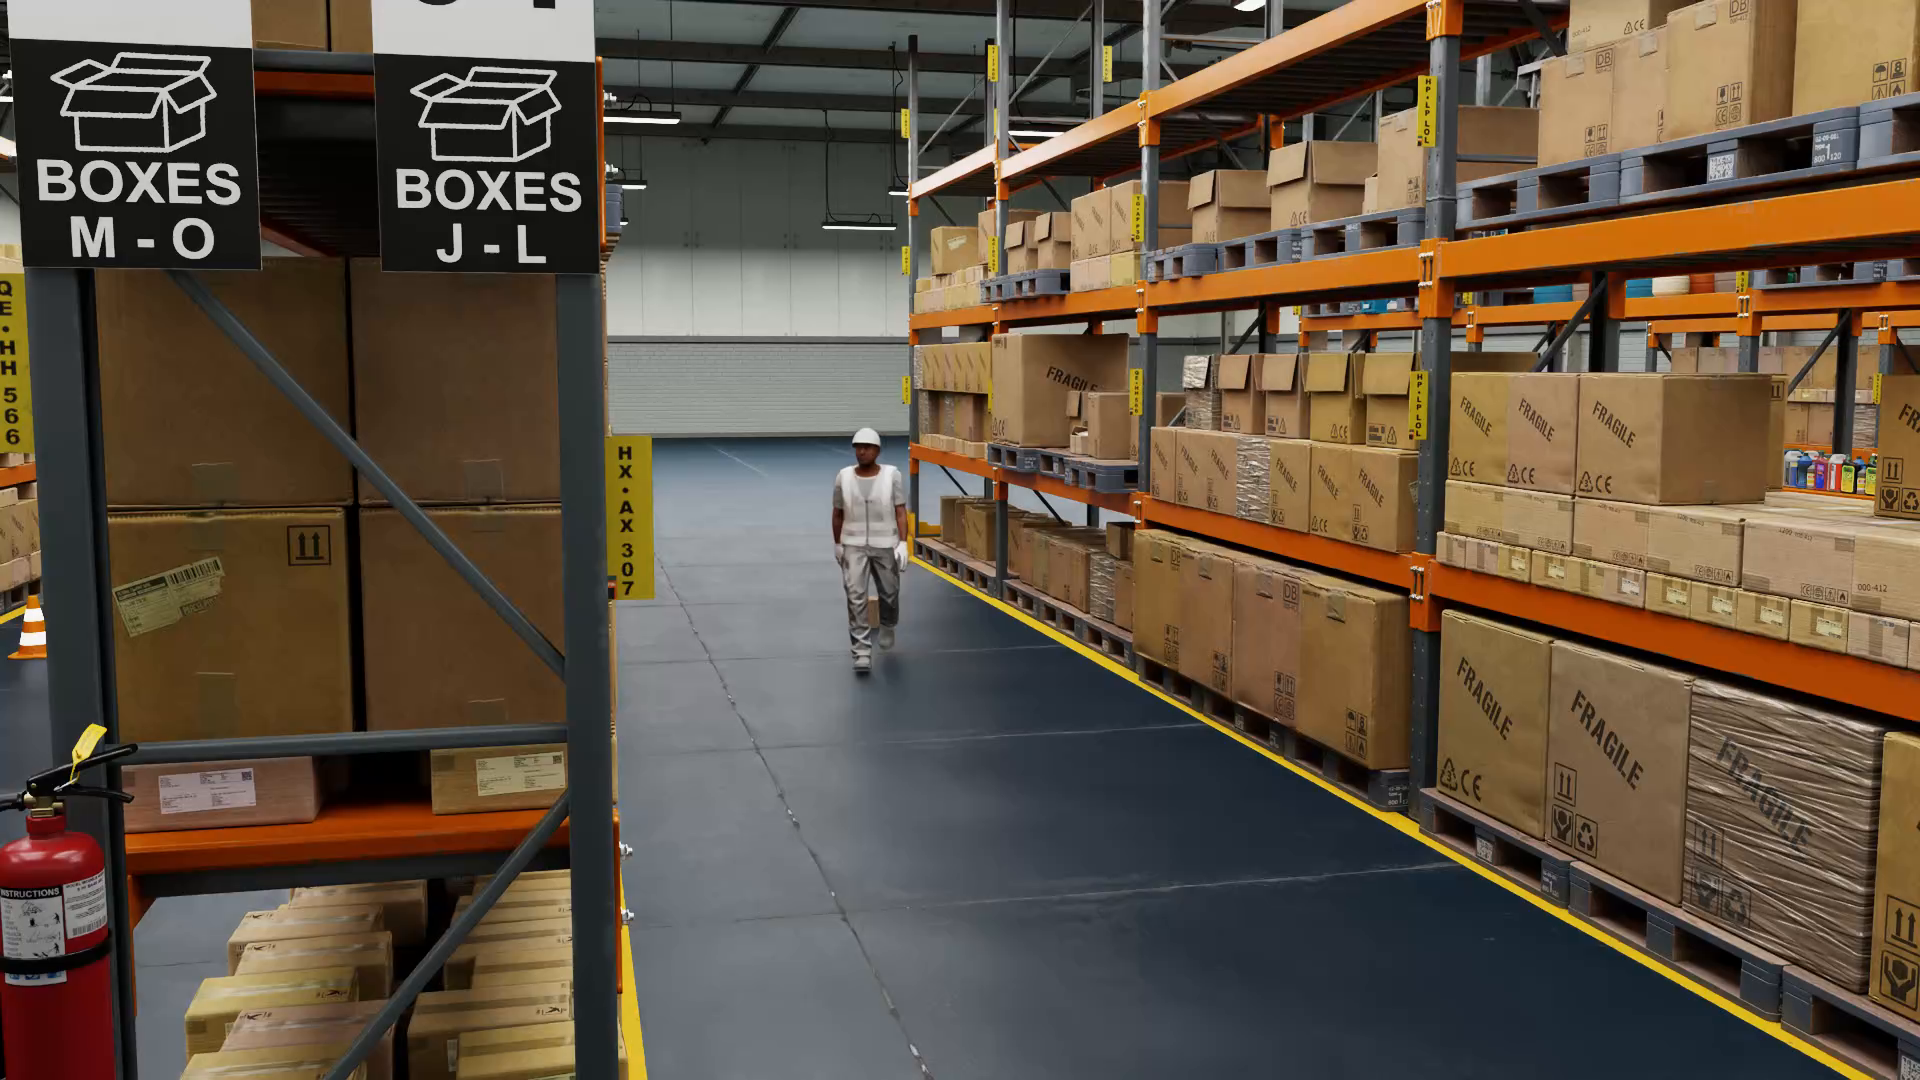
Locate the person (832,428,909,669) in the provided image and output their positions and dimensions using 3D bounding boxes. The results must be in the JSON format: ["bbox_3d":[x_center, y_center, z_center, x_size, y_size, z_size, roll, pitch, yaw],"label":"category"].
[{"bbox_3d":[-0.660,0.045,12.302,0.582,1.754,0.890,0,6,1],"label":"person"}]
